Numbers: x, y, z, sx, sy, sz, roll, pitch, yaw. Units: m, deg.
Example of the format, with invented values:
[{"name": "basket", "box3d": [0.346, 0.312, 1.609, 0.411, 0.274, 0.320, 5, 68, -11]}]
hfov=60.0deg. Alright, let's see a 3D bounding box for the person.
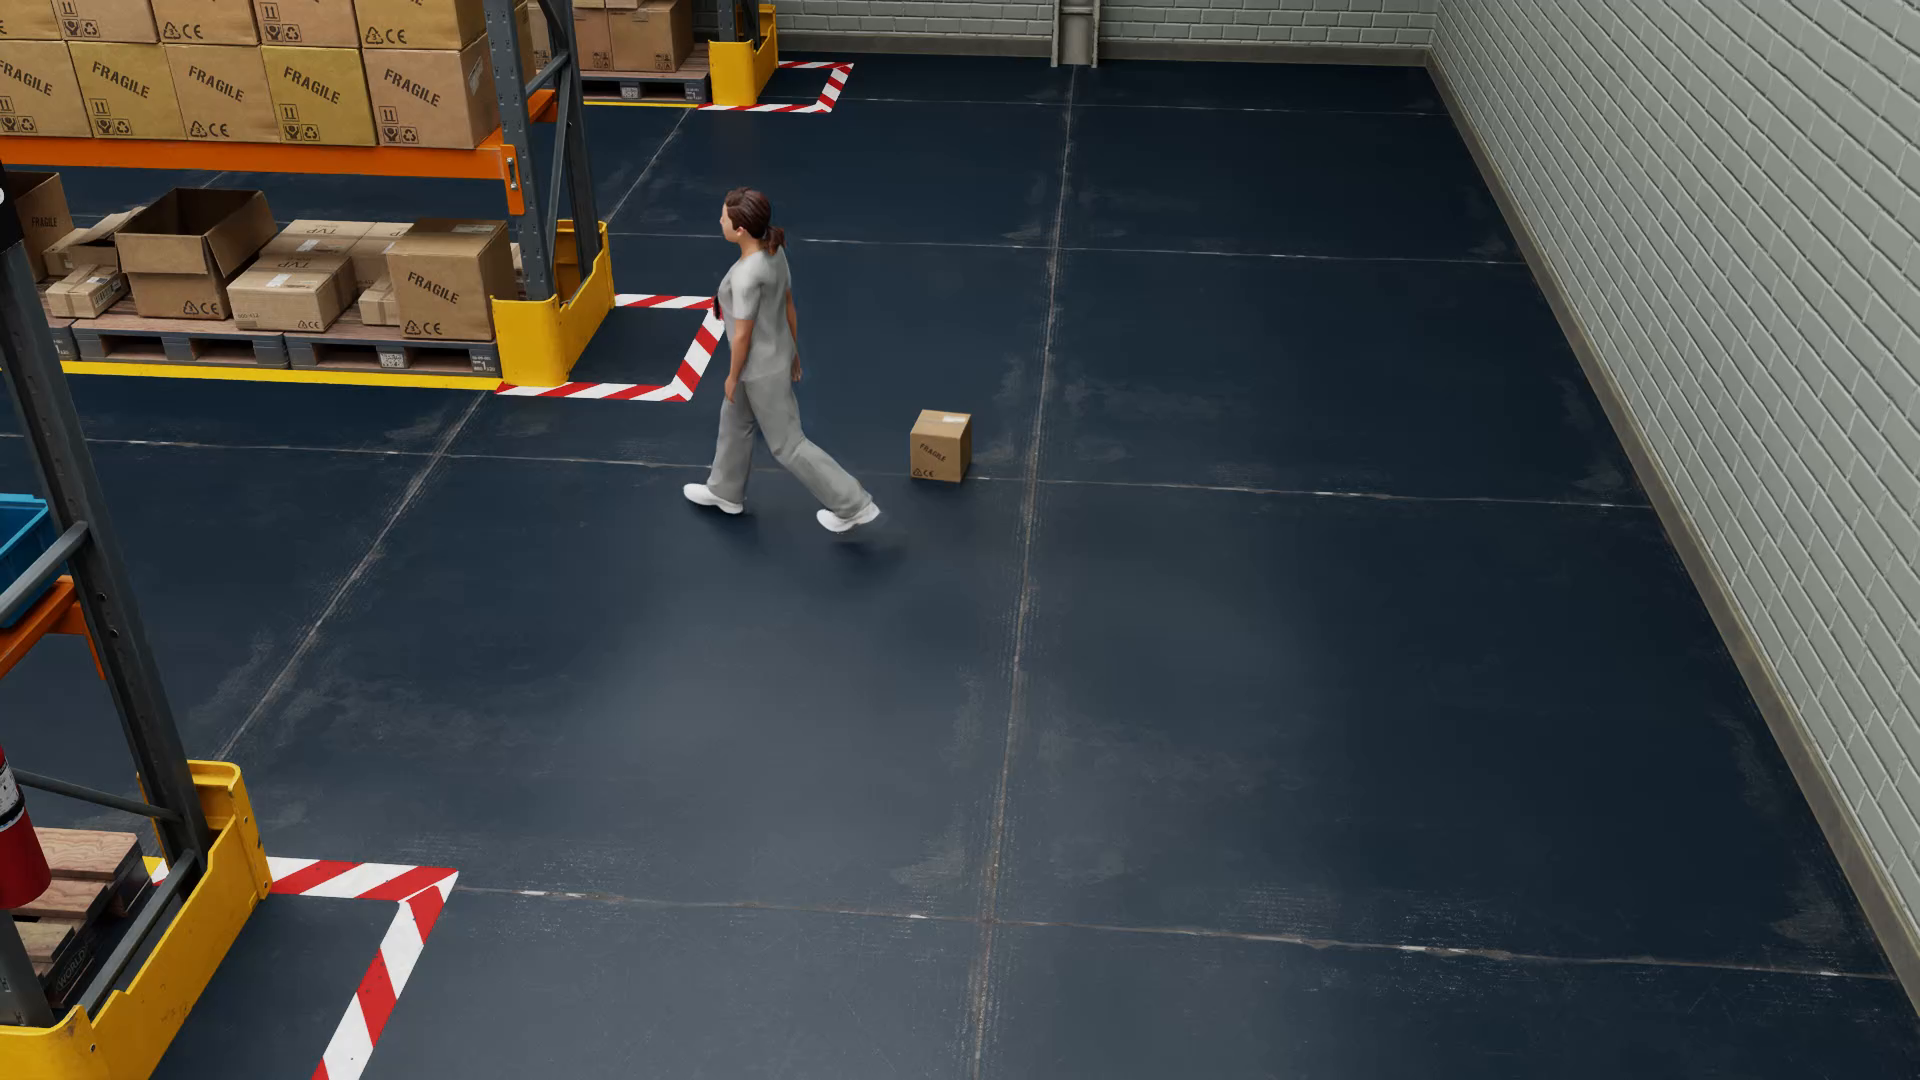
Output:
[{"name": "person", "box3d": [-0.846, -0.763, 7.375, 0.997, 1.614, 0.444, 5, 32, 8]}]
